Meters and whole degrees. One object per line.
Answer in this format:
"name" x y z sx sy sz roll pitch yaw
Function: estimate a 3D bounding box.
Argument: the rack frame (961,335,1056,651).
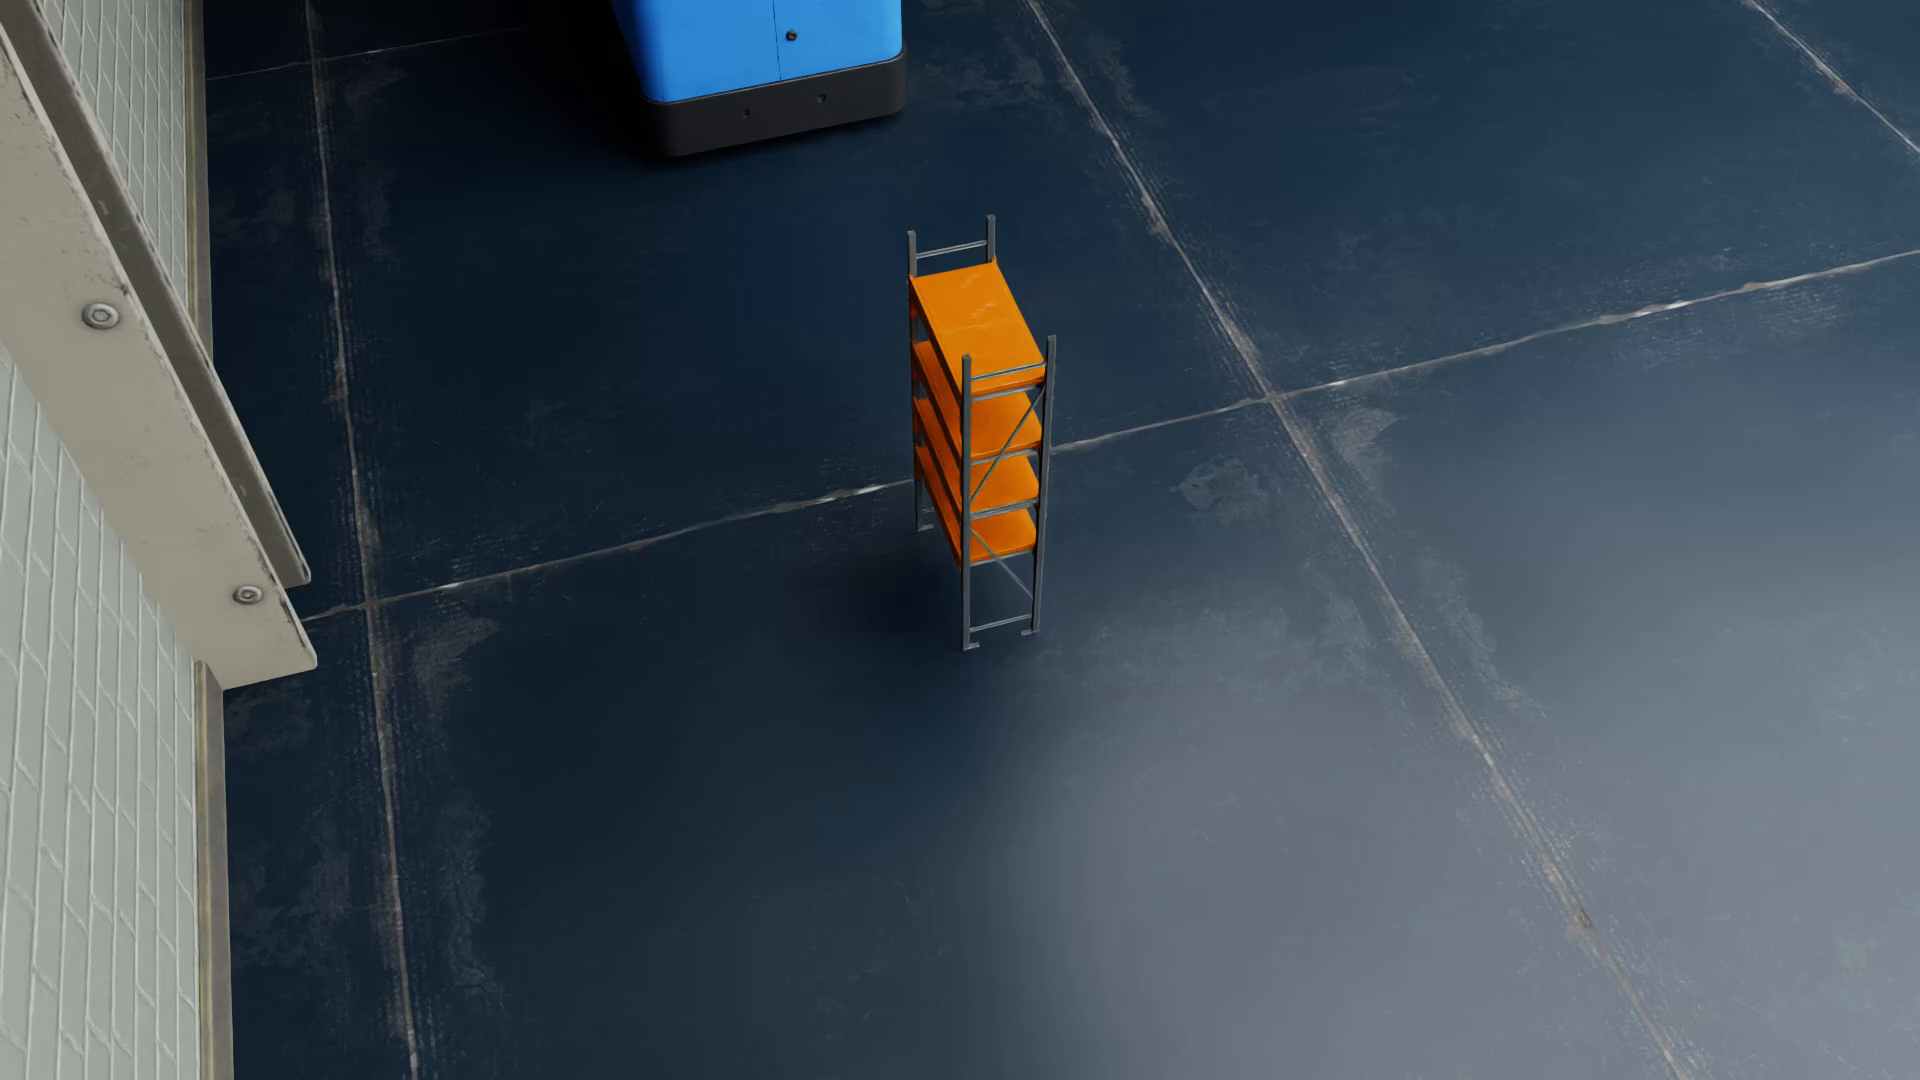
"rack frame" 0.121 -0.088 4.539 0.240 1.200 0.015 -13 51 -11

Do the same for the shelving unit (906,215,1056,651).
"shelving unit" 0.049 -0.266 4.689 0.258 1.200 0.503 -13 51 -11

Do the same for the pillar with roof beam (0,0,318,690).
"pillar with roof beam" 2.001 -3.605 2.403 9.100 9.000 0.400 -13 51 -11

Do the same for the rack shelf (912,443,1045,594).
"rack shelf" 0.049 -0.094 4.893 0.258 0.148 0.480 -13 51 -11

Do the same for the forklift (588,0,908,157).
"forklift" -1.161 -3.575 6.347 1.130 2.935 3.031 -14 51 -12

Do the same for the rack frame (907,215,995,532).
"rack frame" -0.023 -0.444 4.840 0.240 1.200 0.015 -13 51 -11

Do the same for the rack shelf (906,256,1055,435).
"rack shelf" 0.049 -0.519 4.389 0.258 0.148 0.480 -13 51 -11

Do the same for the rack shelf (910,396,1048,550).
"rack shelf" 0.049 -0.222 4.741 0.258 0.148 0.480 -13 51 -11

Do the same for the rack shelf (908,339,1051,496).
"rack shelf" 0.049 -0.367 4.570 0.258 0.148 0.480 -13 51 -11
